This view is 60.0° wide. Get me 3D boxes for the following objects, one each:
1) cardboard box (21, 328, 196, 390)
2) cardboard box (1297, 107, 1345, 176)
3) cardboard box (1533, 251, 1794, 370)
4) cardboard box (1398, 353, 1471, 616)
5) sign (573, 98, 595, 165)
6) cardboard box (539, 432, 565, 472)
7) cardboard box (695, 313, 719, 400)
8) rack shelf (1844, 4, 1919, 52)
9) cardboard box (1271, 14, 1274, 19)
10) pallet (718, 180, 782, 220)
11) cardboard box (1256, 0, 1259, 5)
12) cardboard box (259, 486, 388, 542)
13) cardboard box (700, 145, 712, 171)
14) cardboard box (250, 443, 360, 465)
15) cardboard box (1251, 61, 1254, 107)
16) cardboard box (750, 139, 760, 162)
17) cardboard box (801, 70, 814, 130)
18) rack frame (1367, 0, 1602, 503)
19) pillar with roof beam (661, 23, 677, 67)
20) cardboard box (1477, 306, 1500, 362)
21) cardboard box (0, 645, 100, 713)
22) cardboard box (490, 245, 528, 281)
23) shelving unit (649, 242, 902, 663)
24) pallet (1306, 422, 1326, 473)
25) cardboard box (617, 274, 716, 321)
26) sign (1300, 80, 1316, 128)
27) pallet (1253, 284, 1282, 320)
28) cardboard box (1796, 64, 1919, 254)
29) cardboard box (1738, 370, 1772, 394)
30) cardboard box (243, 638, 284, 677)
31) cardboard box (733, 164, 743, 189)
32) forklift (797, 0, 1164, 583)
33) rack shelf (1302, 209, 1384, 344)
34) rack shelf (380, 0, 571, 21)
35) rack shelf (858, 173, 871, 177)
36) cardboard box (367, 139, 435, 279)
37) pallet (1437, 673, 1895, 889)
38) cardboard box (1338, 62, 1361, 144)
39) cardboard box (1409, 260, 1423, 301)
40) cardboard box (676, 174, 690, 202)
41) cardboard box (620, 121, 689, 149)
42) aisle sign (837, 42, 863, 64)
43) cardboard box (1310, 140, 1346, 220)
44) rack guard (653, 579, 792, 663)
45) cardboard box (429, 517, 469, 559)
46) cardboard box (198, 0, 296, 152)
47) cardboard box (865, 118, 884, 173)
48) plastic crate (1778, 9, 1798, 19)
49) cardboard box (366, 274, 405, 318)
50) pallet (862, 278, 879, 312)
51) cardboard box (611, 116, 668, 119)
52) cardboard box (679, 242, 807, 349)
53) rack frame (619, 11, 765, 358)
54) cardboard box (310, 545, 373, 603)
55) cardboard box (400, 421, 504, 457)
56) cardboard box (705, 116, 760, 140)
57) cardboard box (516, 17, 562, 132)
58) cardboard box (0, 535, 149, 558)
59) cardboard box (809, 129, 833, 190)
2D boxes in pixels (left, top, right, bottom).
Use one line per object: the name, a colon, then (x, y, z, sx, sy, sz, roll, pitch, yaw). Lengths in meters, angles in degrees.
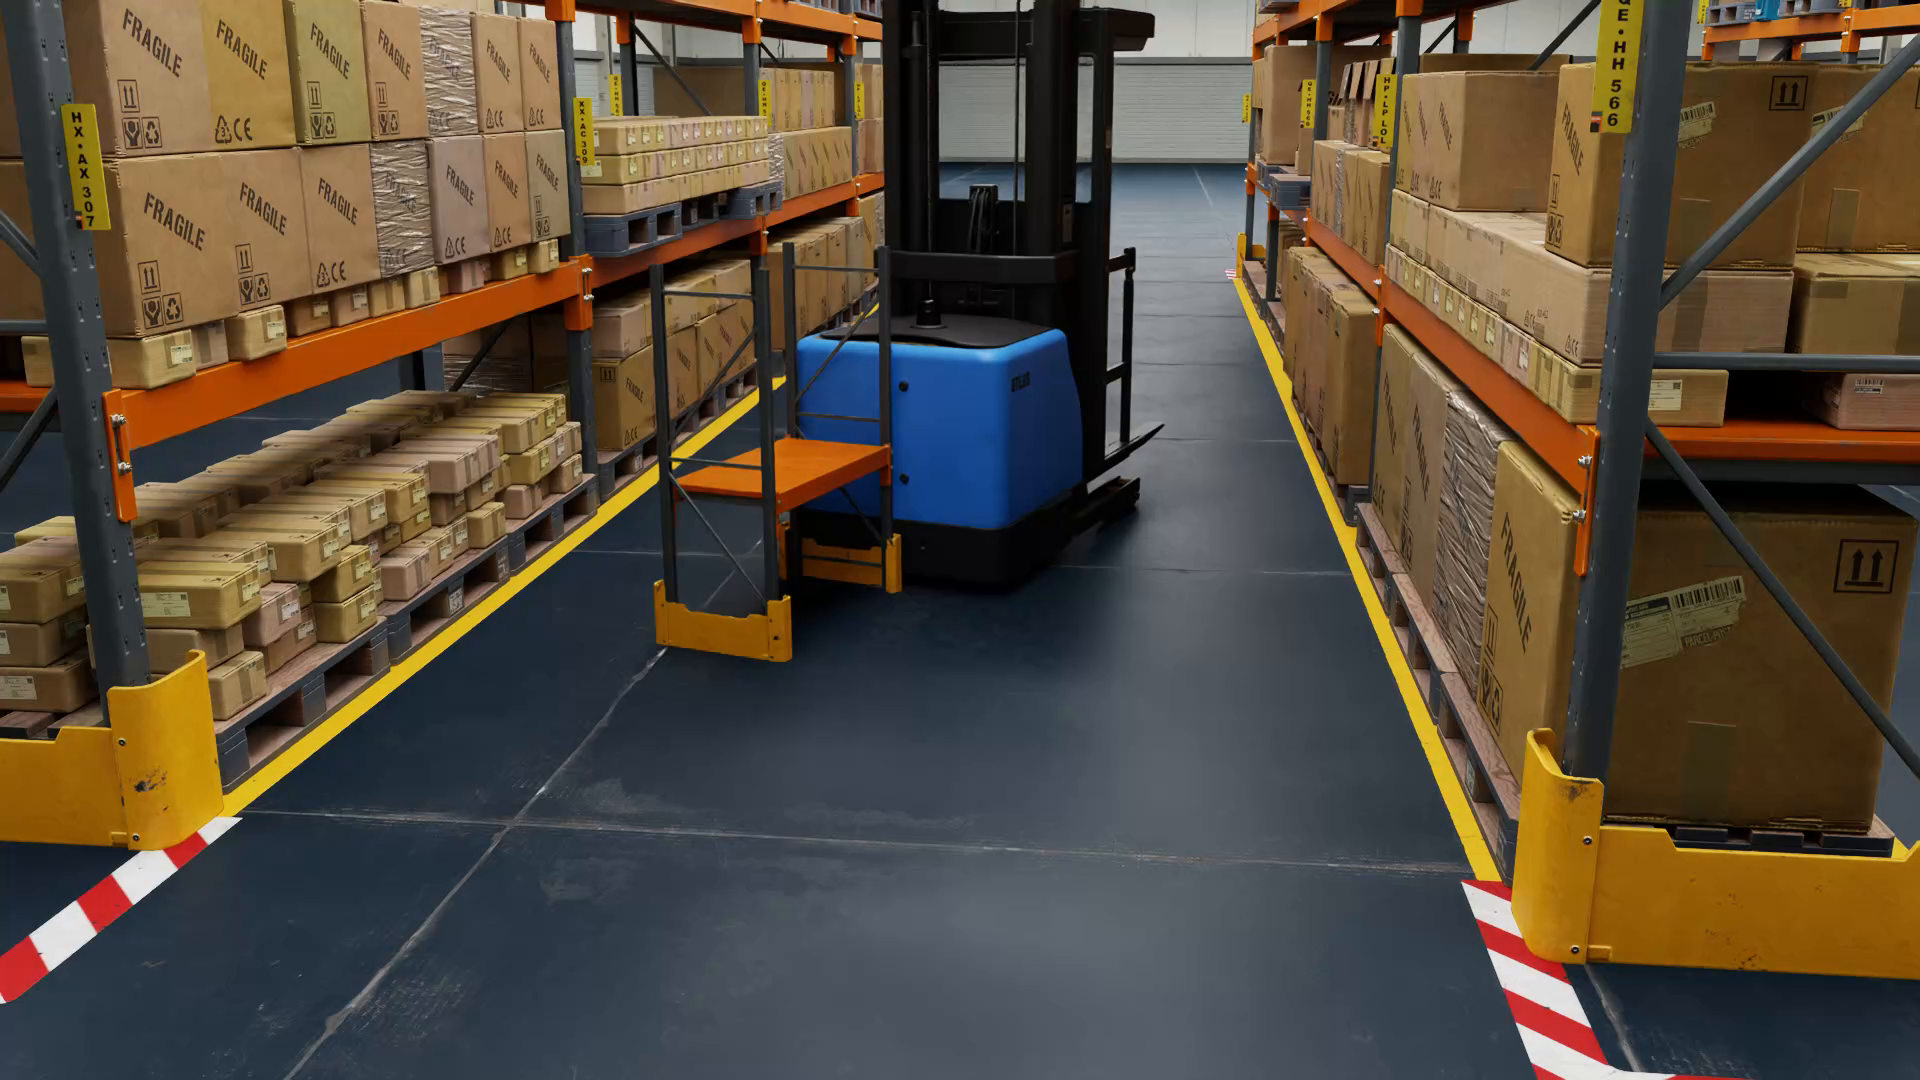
cardboard box: (-2.498, -0.539, 4.889, 0.380, 0.149, 0.250, 2, 15, 6)
cardboard box: (2.944, -3.028, 12.618, 0.700, 0.500, 0.500, 4, 16, 15)
cardboard box: (1.847, -0.618, 4.419, 0.500, 0.250, 0.500, 1, 15, 5)
cardboard box: (2.252, -0.226, 6.516, 0.875, 0.875, 0.875, 2, 15, 6)
sign: (-1.869, -2.027, 8.253, 0.100, 0.325, 0.005, 2, 15, 6)
cardboard box: (-2.147, -0.432, 8.099, 0.380, 0.149, 0.250, 1, 15, 4)
cardboard box: (-1.878, -1.206, 10.860, 0.500, 0.500, 0.500, 1, 15, 4)
rack shelf: (8.106, -3.962, 12.699, 1.077, 0.370, 4.000, 2, 15, 6)
cardboard box: (3.272, -5.162, 16.048, 0.500, 0.250, 0.500, 2, 15, 8)
pallet: (-1.932, -2.380, 11.585, 1.213, 0.211, 1.003, 2, 15, 6)
cardboard box: (3.476, -6.002, 18.390, 0.380, 0.149, 0.250, 2, 15, 7)
cardboard box: (-2.410, -0.100, 6.304, 0.380, 0.149, 0.250, 2, 15, 8)
cardboard box: (-1.733, -2.342, 10.185, 0.380, 0.149, 0.250, 1, 15, 5)
cardboard box: (-2.789, -0.312, 7.086, 0.380, 0.149, 0.250, 1, 15, 4)
cardboard box: (3.529, -5.103, 18.611, 0.500, 0.500, 0.500, 2, 15, 6)
cardboard box: (-1.589, -2.675, 11.414, 0.380, 0.149, 0.250, 2, 15, 8)
cardboard box: (-1.670, -3.835, 14.493, 0.700, 0.500, 0.500, 2, 15, 7)
rack frame: (2.508, -1.451, 7.781, 1.000, 3.000, 0.127, 2, 15, 6)
pillar with roof beam: (-4.229, -15.396, 47.861, 9.100, 9.000, 0.400, 2, 15, 6)
cardboard box: (1.883, -0.659, 5.334, 0.380, 0.149, 0.250, 1, 15, 5)
cardboard box: (-3.008, 0.445, 5.426, 0.380, 0.149, 0.250, 2, 15, 7)
cardboard box: (-2.219, -1.283, 7.643, 0.380, 0.149, 0.250, 2, 15, 8)
shelving unit: (-0.734, -0.407, 6.794, 0.587, 1.500, 1.083, 6, 16, 23)
pallet: (2.655, -0.624, 10.067, 1.003, 0.211, 1.213, 2, 15, 6)
cardboard box: (-1.894, -1.571, 10.772, 0.500, 0.250, 0.500, 2, 15, 8)
sign: (2.419, -3.022, 11.527, 0.100, 0.325, 0.005, 2, 15, 6)
pallet: (3.451, -2.355, 16.466, 1.003, 0.211, 1.213, 2, 15, 6)
cardboard box: (2.435, -1.093, 4.738, 0.500, 0.500, 0.500, 1, 15, 5)
cardboard box: (2.480, -0.507, 4.773, 0.380, 0.149, 0.250, 1, 15, 5)
cardboard box: (-2.535, 0.391, 5.626, 0.380, 0.149, 0.250, 2, 15, 6)
cardboard box: (-1.647, -2.405, 10.986, 0.380, 0.149, 0.250, 1, 15, 6)
forklift: (0.302, -1.568, 8.347, 1.130, 2.935, 3.031, 6, 16, 23)
rack shelf: (2.733, -1.622, 9.793, 1.077, 0.370, 4.000, 2, 15, 6)
rack shelf: (-2.635, -2.205, 6.202, 1.077, 0.370, 4.000, 2, 15, 6)
rack shelf: (-1.281, -3.964, 18.078, 0.919, 0.124, 3.809, 2, 15, 6)
cardboard box: (-2.381, -1.284, 6.404, 0.500, 0.500, 0.500, 1, 15, 5)
pallet: (2.069, 0.723, 5.084, 1.003, 0.211, 1.213, 2, 15, 6)
cardboard box: (2.861, -2.832, 10.774, 0.797, 0.503, 0.637, 2, 15, 8)
cardboard box: (2.057, -1.058, 6.809, 0.380, 0.149, 0.250, 1, 15, 5)
cardboard box: (-1.792, -2.061, 9.715, 0.380, 0.149, 0.250, 1, 15, 4)
cardboard box: (-1.792, -2.350, 9.645, 0.380, 0.149, 0.250, 2, 15, 6)
aisle sign: (-1.345, -6.018, 19.689, 0.394, 0.787, 0.004, 2, 15, 6)
cardboard box: (2.634, -2.418, 11.168, 0.500, 0.500, 0.500, 2, 15, 8)
rack guard: (-0.931, 0.316, 6.516, 0.587, 0.250, 0.087, 6, 16, 23)
cardboard box: (-2.328, -0.004, 7.086, 0.380, 0.149, 0.250, 2, 15, 7)
cardboard box: (-2.495, -1.500, 5.285, 0.500, 0.500, 0.500, 2, 15, 8)
cardboard box: (-1.259, -4.146, 17.462, 0.875, 0.550, 0.550, 2, 15, 6)
plastic crate: (8.111, -5.129, 16.141, 0.243, 0.136, 0.396, 2, 15, 6)
cardboard box: (-2.373, -0.945, 6.391, 0.380, 0.149, 0.250, 2, 15, 8)
pallet: (-1.343, -2.547, 17.176, 1.003, 0.211, 1.213, 2, 15, 6)
cardboard box: (-2.230, -2.845, 11.475, 0.380, 0.149, 0.250, 1, 15, 5)
cardboard box: (-1.800, -1.933, 13.068, 1.050, 0.750, 0.750, 1, 15, 5)
rack frame: (-1.958, -2.661, 12.255, 1.000, 3.000, 0.127, 2, 15, 6)
cardboard box: (-2.383, 0.117, 6.070, 0.380, 0.149, 0.250, 2, 15, 8)
cardboard box: (-2.308, -0.440, 7.559, 0.380, 0.149, 0.250, 2, 15, 8)
cardboard box: (-1.588, -2.823, 11.394, 0.380, 0.149, 0.250, 2, 15, 6)
cardboard box: (-2.193, -2.168, 7.755, 0.500, 0.500, 0.500, 1, 15, 4)
cardboard box: (-2.967, 0.092, 5.591, 0.380, 0.149, 0.250, 2, 15, 7)
cardboard box: (-1.414, -3.341, 14.579, 0.500, 0.500, 0.500, 2, 15, 7)
